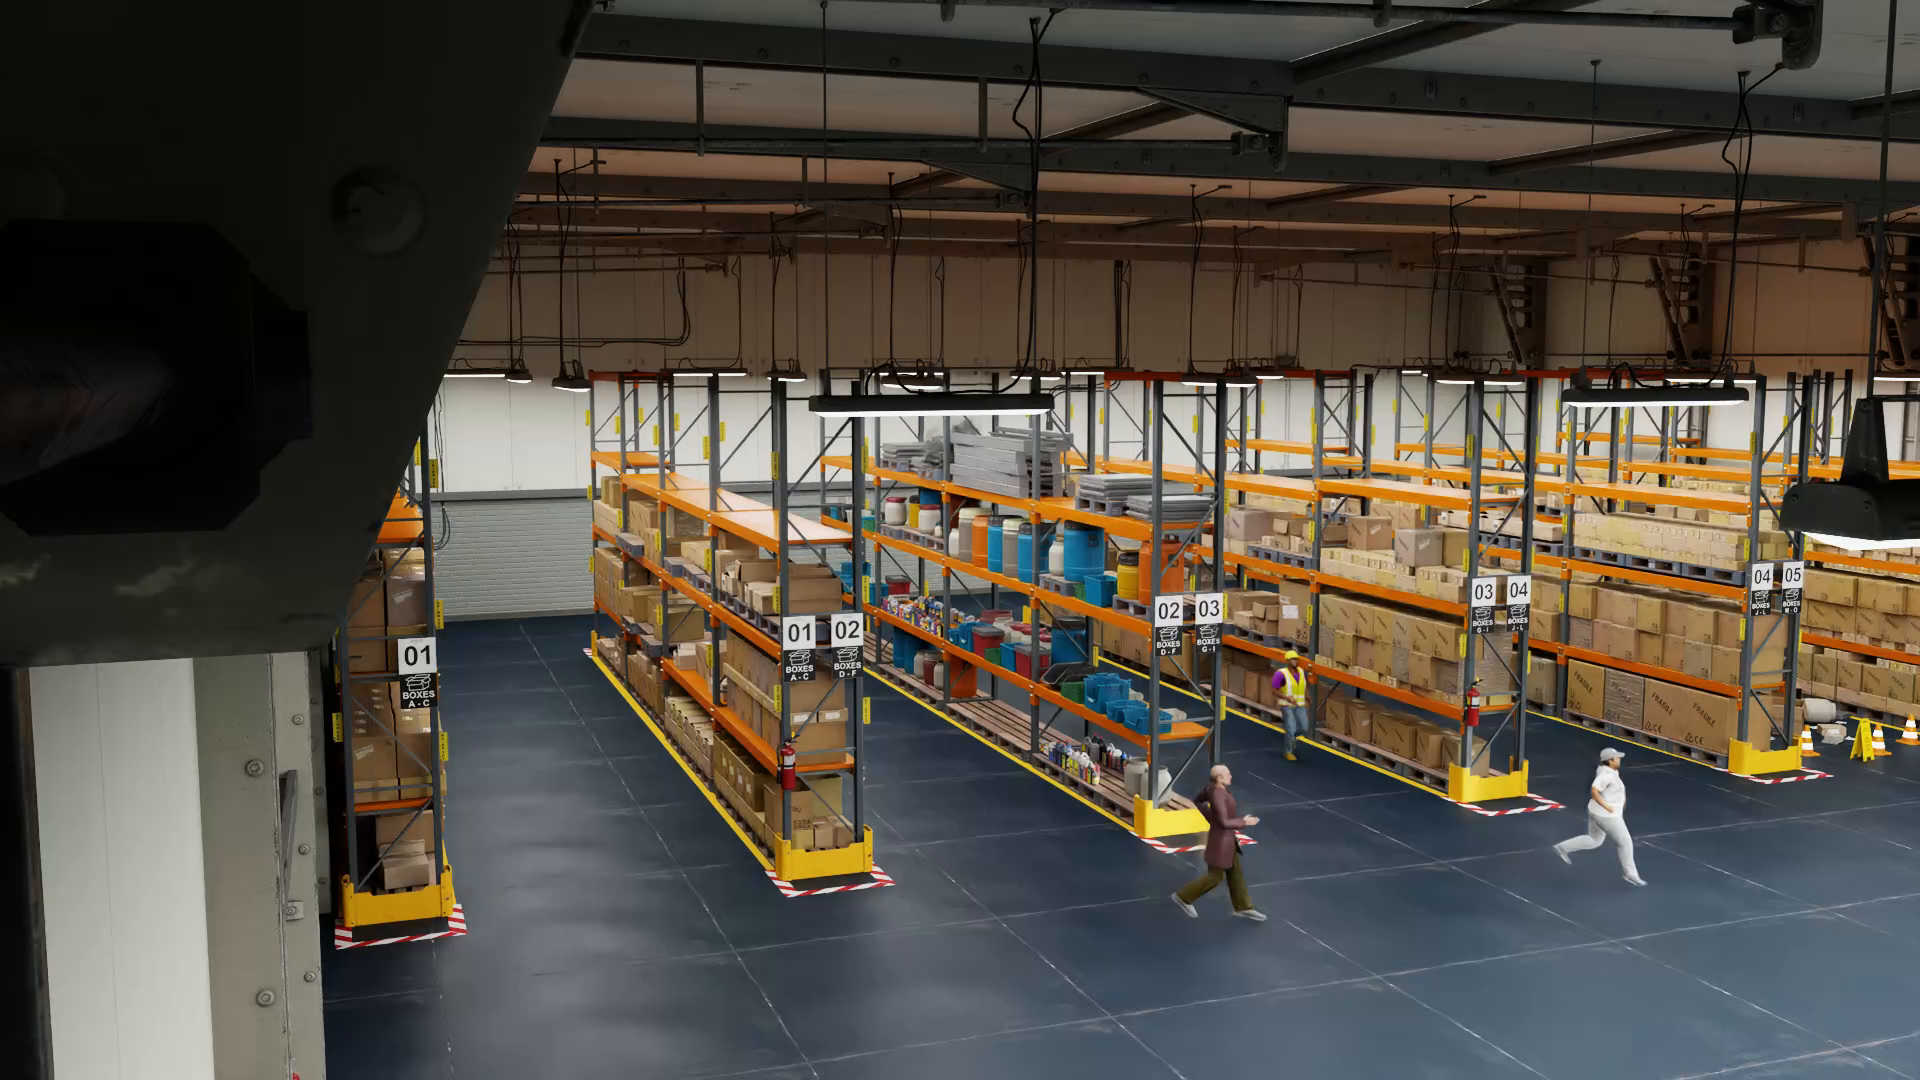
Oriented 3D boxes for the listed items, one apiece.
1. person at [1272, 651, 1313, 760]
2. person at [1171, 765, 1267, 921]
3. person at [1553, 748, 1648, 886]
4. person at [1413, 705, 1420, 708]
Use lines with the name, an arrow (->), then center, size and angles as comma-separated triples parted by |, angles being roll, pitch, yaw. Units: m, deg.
person -> 5.205, 2.582, 25.972 | 0.698, 1.723, 0.579 | -2, 7, -21
person -> 2.889, 3.472, 18.475 | 1.070, 1.552, 0.707 | 1, 6, 6
person -> 7.716, 3.310, 19.970 | 1.074, 1.672, 0.578 | 1, 6, 6
person -> 8.206, 2.197, 29.911 | 0.574, 1.601, 0.586 | -3, 7, -26
